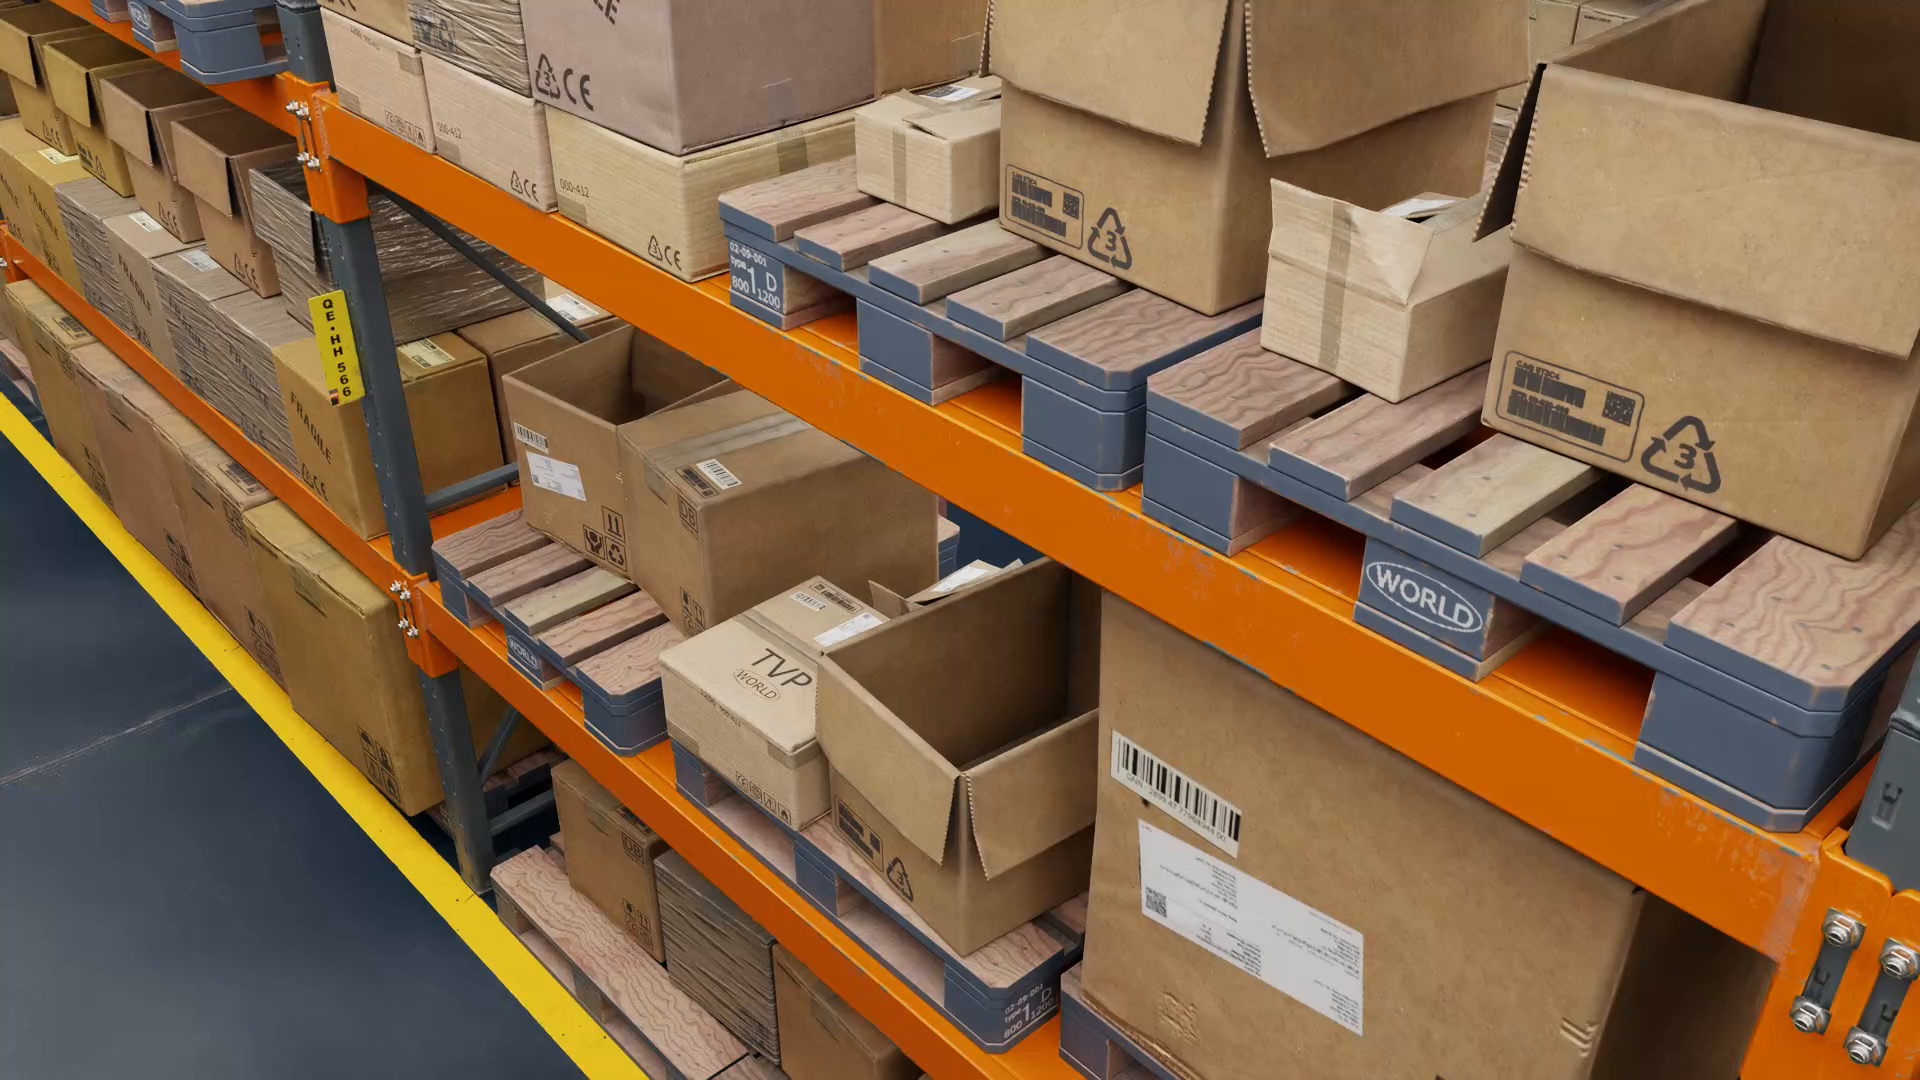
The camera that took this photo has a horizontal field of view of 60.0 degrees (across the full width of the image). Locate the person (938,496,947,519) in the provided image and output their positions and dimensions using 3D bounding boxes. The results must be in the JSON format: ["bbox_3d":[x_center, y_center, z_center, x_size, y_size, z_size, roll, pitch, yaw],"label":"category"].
[{"bbox_3d":[-0.266,-0.548,7.018,0.502,1.673,0.405,-27,41,-36],"label":"person"}]
